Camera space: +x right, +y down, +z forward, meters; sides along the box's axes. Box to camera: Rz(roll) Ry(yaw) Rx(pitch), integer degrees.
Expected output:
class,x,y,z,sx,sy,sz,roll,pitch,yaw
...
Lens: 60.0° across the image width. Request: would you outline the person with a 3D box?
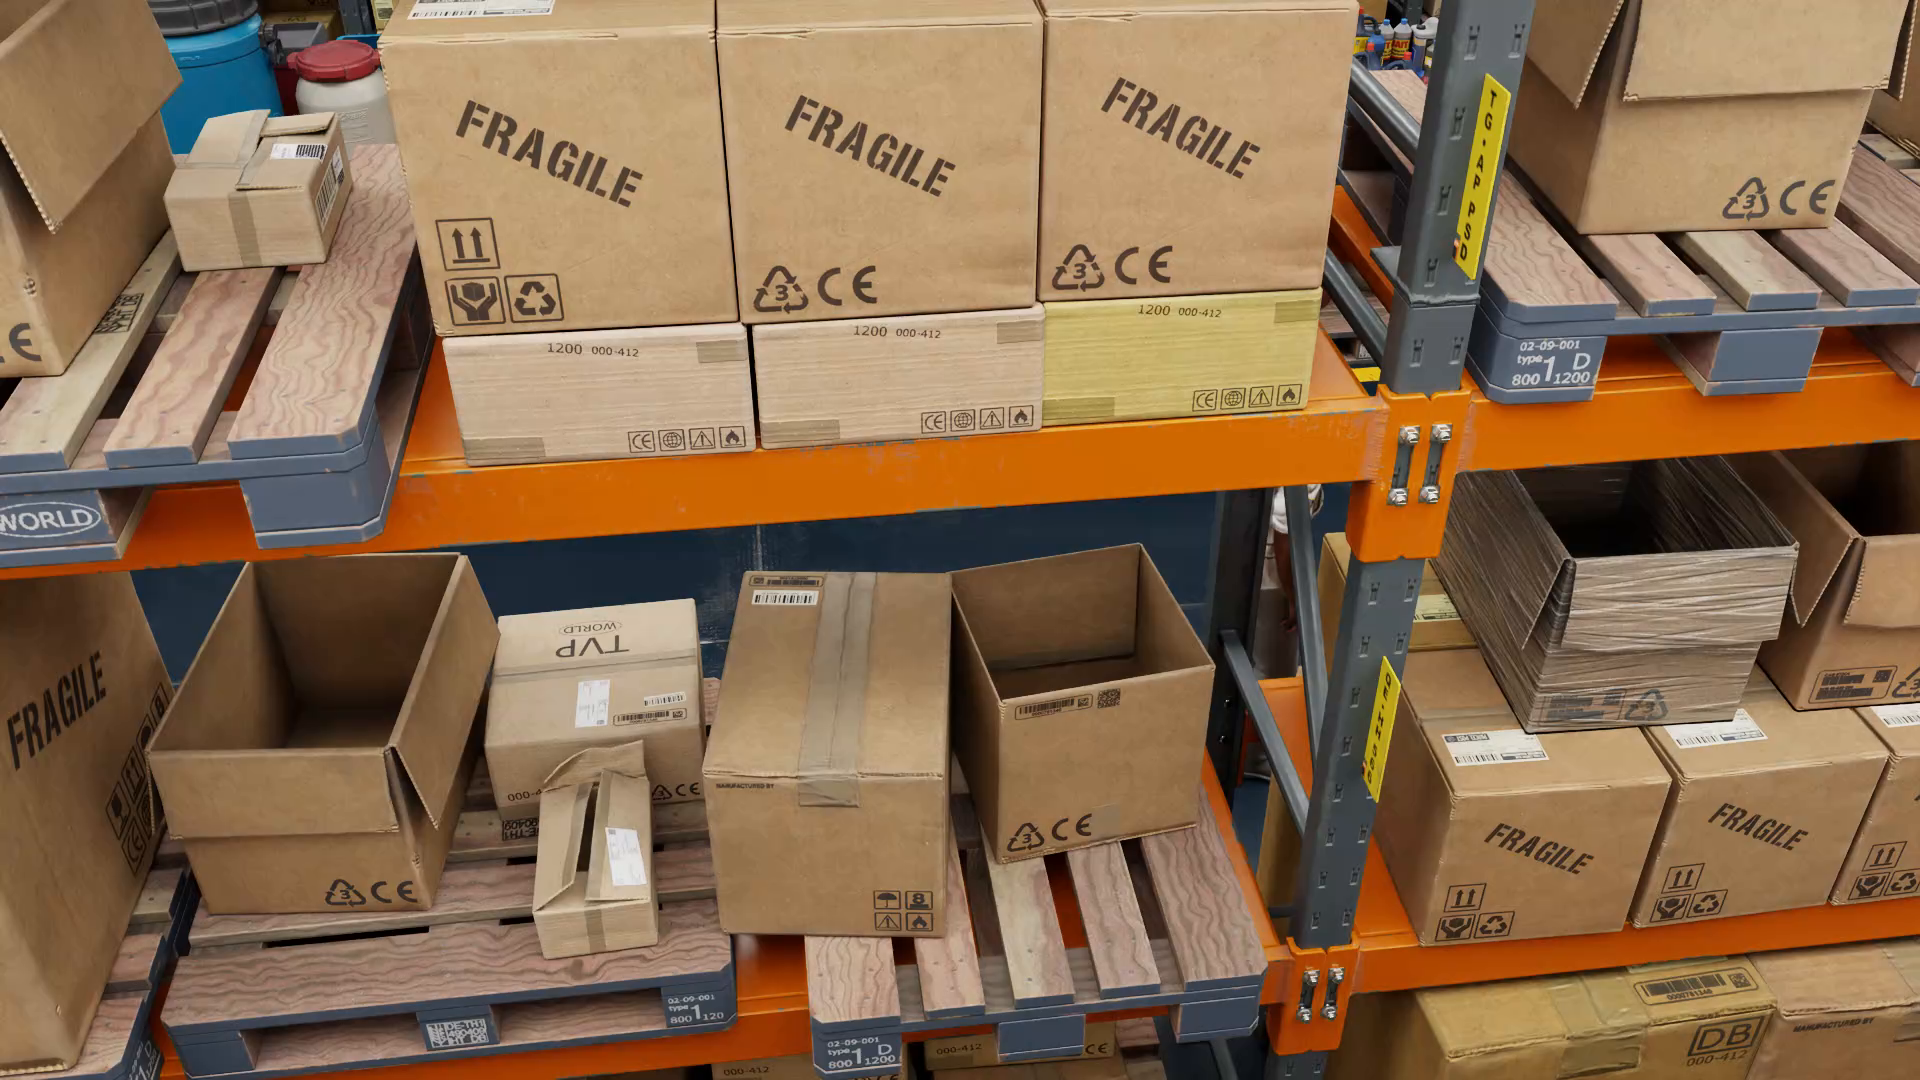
class,x,y,z,sx,sy,sz,roll,pitch,yaw
person,1.124,0.107,5.994,0.400,1.657,0.517,-5,35,-7
